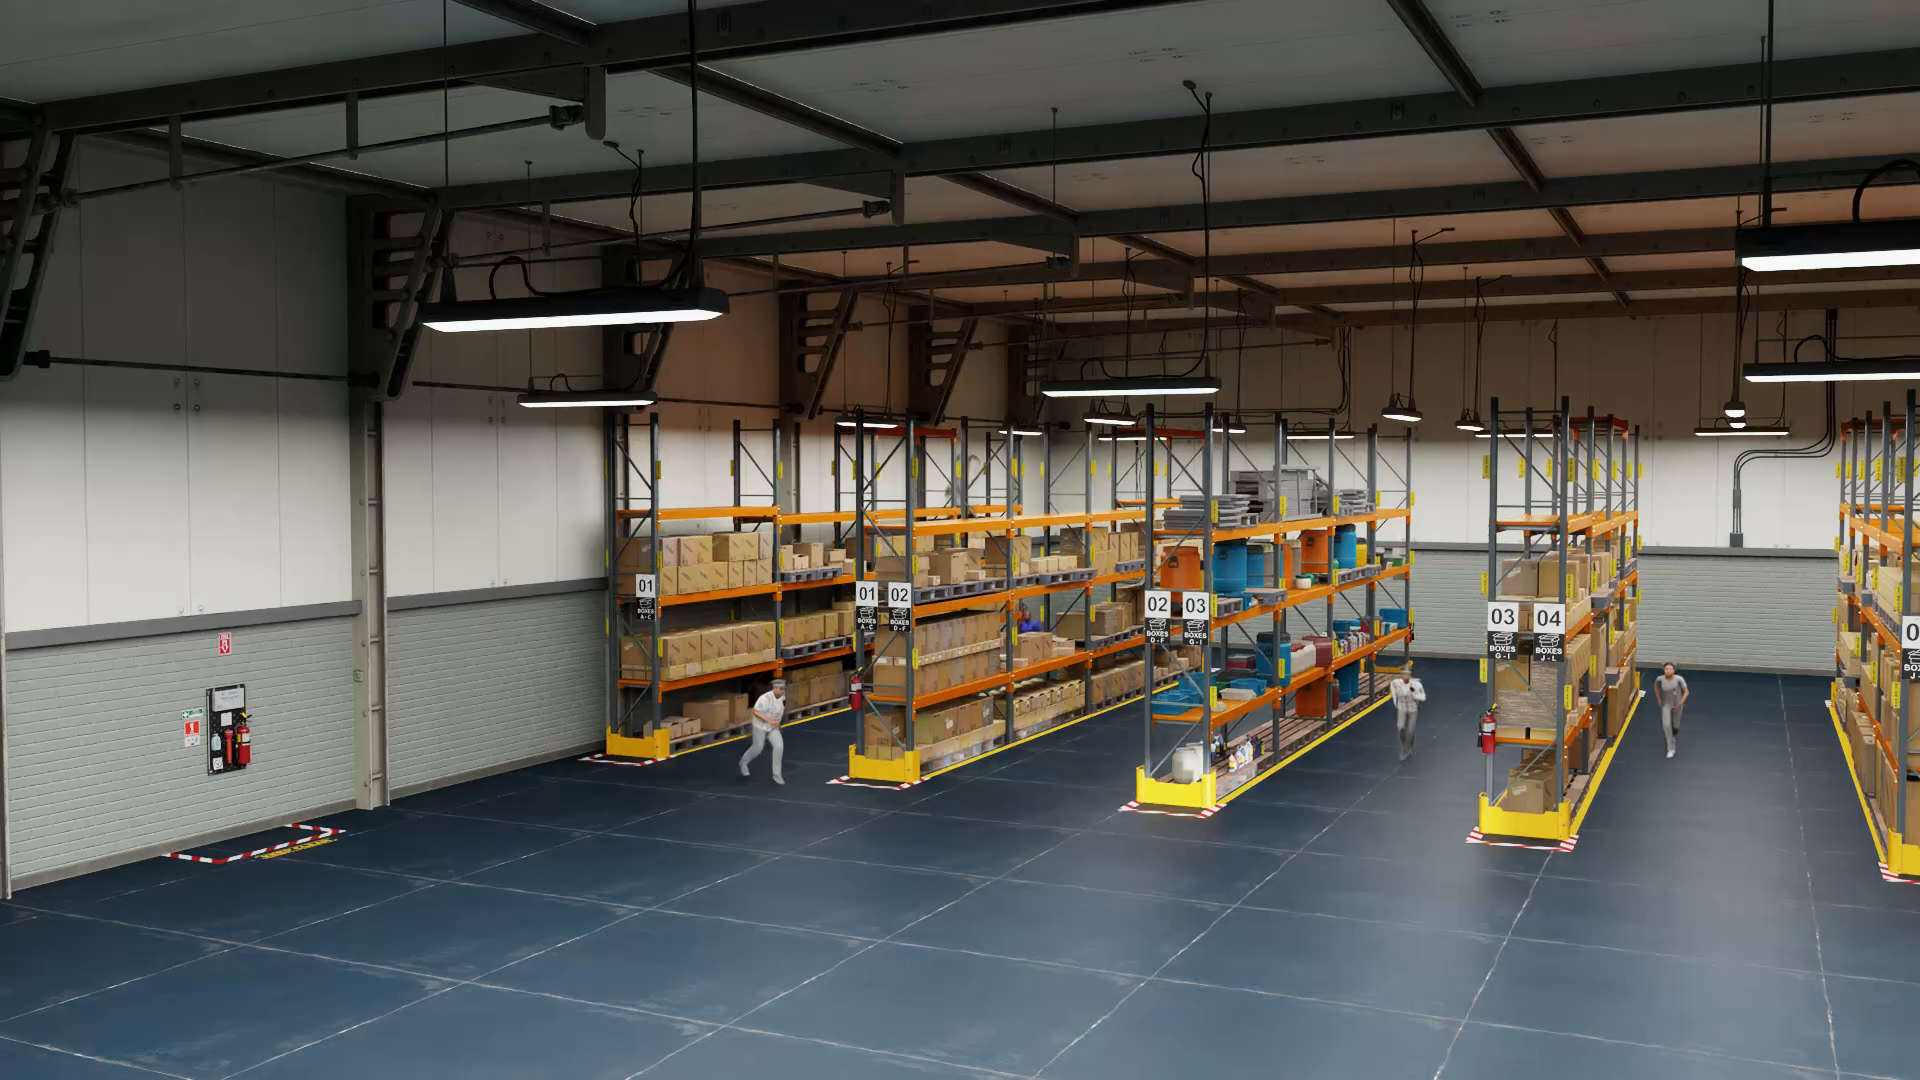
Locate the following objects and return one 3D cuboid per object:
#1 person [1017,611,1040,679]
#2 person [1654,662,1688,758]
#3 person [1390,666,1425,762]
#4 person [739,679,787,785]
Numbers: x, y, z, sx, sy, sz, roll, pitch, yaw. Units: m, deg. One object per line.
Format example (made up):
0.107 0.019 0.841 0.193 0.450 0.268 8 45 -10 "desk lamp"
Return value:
1.652 2.536 40.142 0.600 1.605 0.630 1 2 15 "person"
12.558 2.965 29.372 0.564 1.661 1.002 1 3 26 "person"
7.714 2.970 28.655 0.602 1.652 0.872 1 3 18 "person"
-3.163 3.066 26.790 0.993 1.721 0.703 2 3 37 "person"
